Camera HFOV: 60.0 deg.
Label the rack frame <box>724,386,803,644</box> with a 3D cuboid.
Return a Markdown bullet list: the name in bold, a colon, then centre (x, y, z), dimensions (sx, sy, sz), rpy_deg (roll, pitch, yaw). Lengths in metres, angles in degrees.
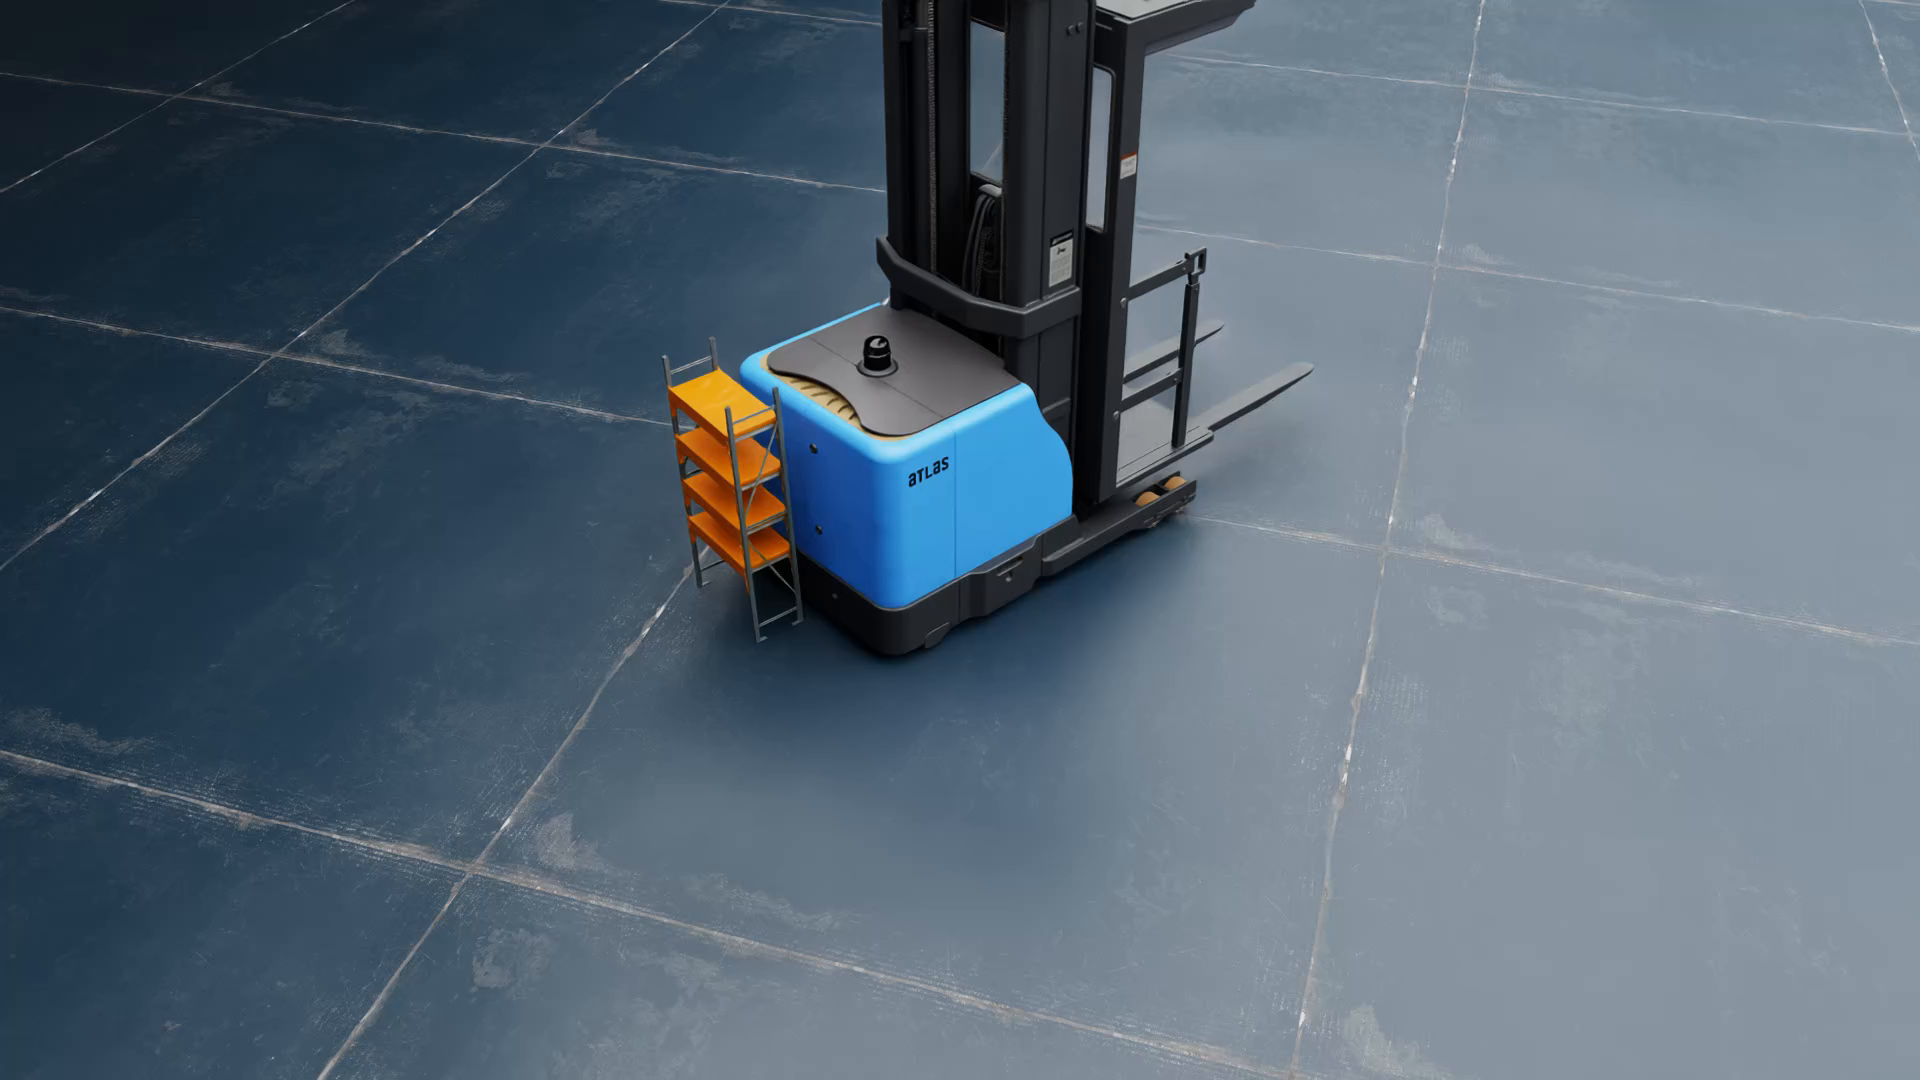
- **rack frame**: centre (-0.797, -0.080, 6.840), dimensions (0.240, 1.200, 0.015), rpy_deg (-26, 44, -28)

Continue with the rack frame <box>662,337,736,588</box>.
- **rack frame**: centre (-1.094, -0.310, 7.152), dimensions (0.240, 1.200, 0.015), rpy_deg (-26, 44, -28)

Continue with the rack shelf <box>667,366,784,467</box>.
- **rack shelf**: centre (-0.955, -0.507, 6.757), dimensions (0.258, 0.148, 0.480), rpy_deg (-26, 44, -28)

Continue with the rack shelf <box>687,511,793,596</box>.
- **rack shelf**: centre (-0.939, 0.016, 7.157), dimensions (0.258, 0.148, 0.480), rpy_deg (-26, 44, -28)

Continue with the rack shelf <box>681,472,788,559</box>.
- **rack shelf**: centre (-0.944, -0.141, 7.036), dimensions (0.258, 0.148, 0.480), rpy_deg (-26, 44, -28)

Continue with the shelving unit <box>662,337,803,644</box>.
- **shelving unit**: centre (-0.945, -0.195, 6.996), dimensions (0.258, 1.200, 0.503), rpy_deg (-26, 44, -28)

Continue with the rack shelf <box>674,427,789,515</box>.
- **rack shelf**: centre (-0.949, -0.319, 6.901), dimensions (0.258, 0.148, 0.480), rpy_deg (-26, 44, -28)

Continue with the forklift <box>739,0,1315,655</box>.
- **forklift**: centre (0.488, -1.445, 7.241), dimensions (3.031, 2.935, 1.130), rpy_deg (-28, 45, -33)
